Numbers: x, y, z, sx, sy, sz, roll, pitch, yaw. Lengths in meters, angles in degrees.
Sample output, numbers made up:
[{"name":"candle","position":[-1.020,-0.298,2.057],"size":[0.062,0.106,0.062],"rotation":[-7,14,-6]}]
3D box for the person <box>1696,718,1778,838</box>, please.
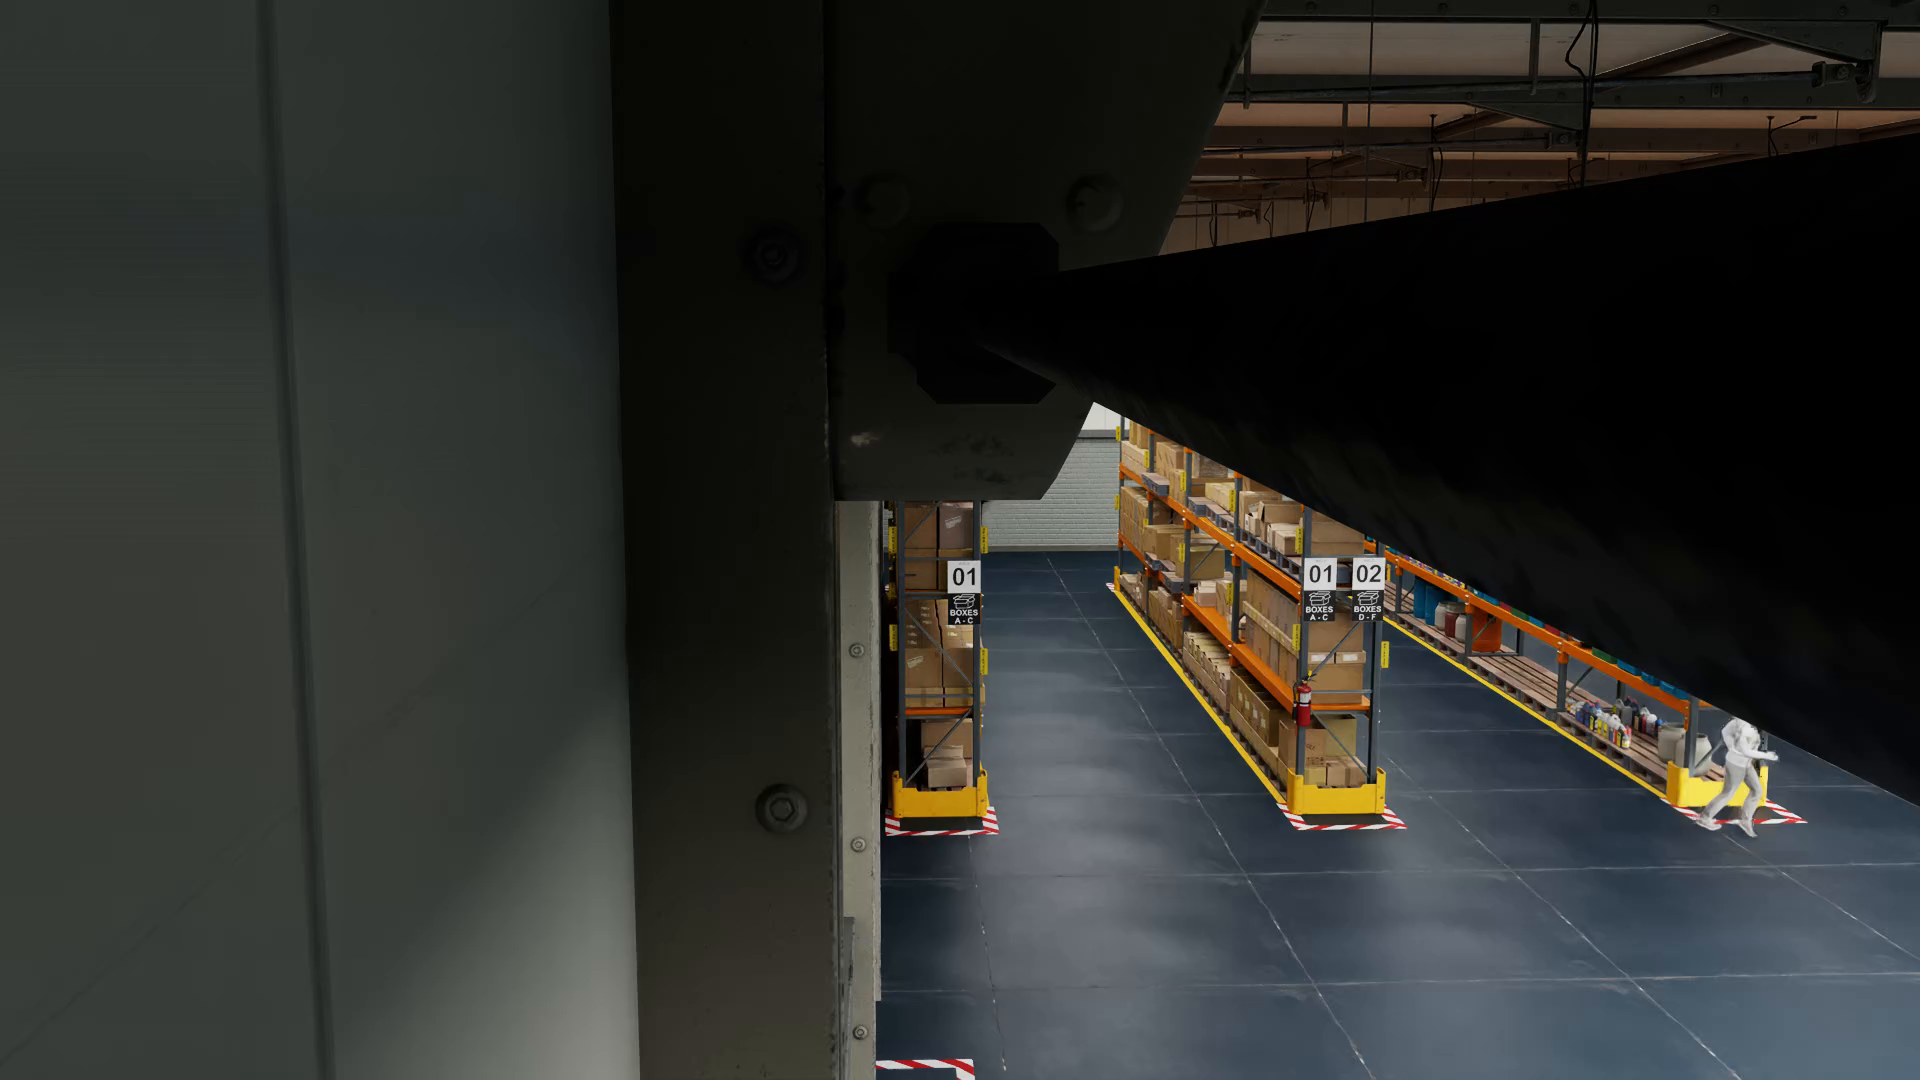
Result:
[{"name":"person","position":[9.215,2.708,19.687],"size":[0.829,1.718,0.546],"rotation":[4,9,25]}]
